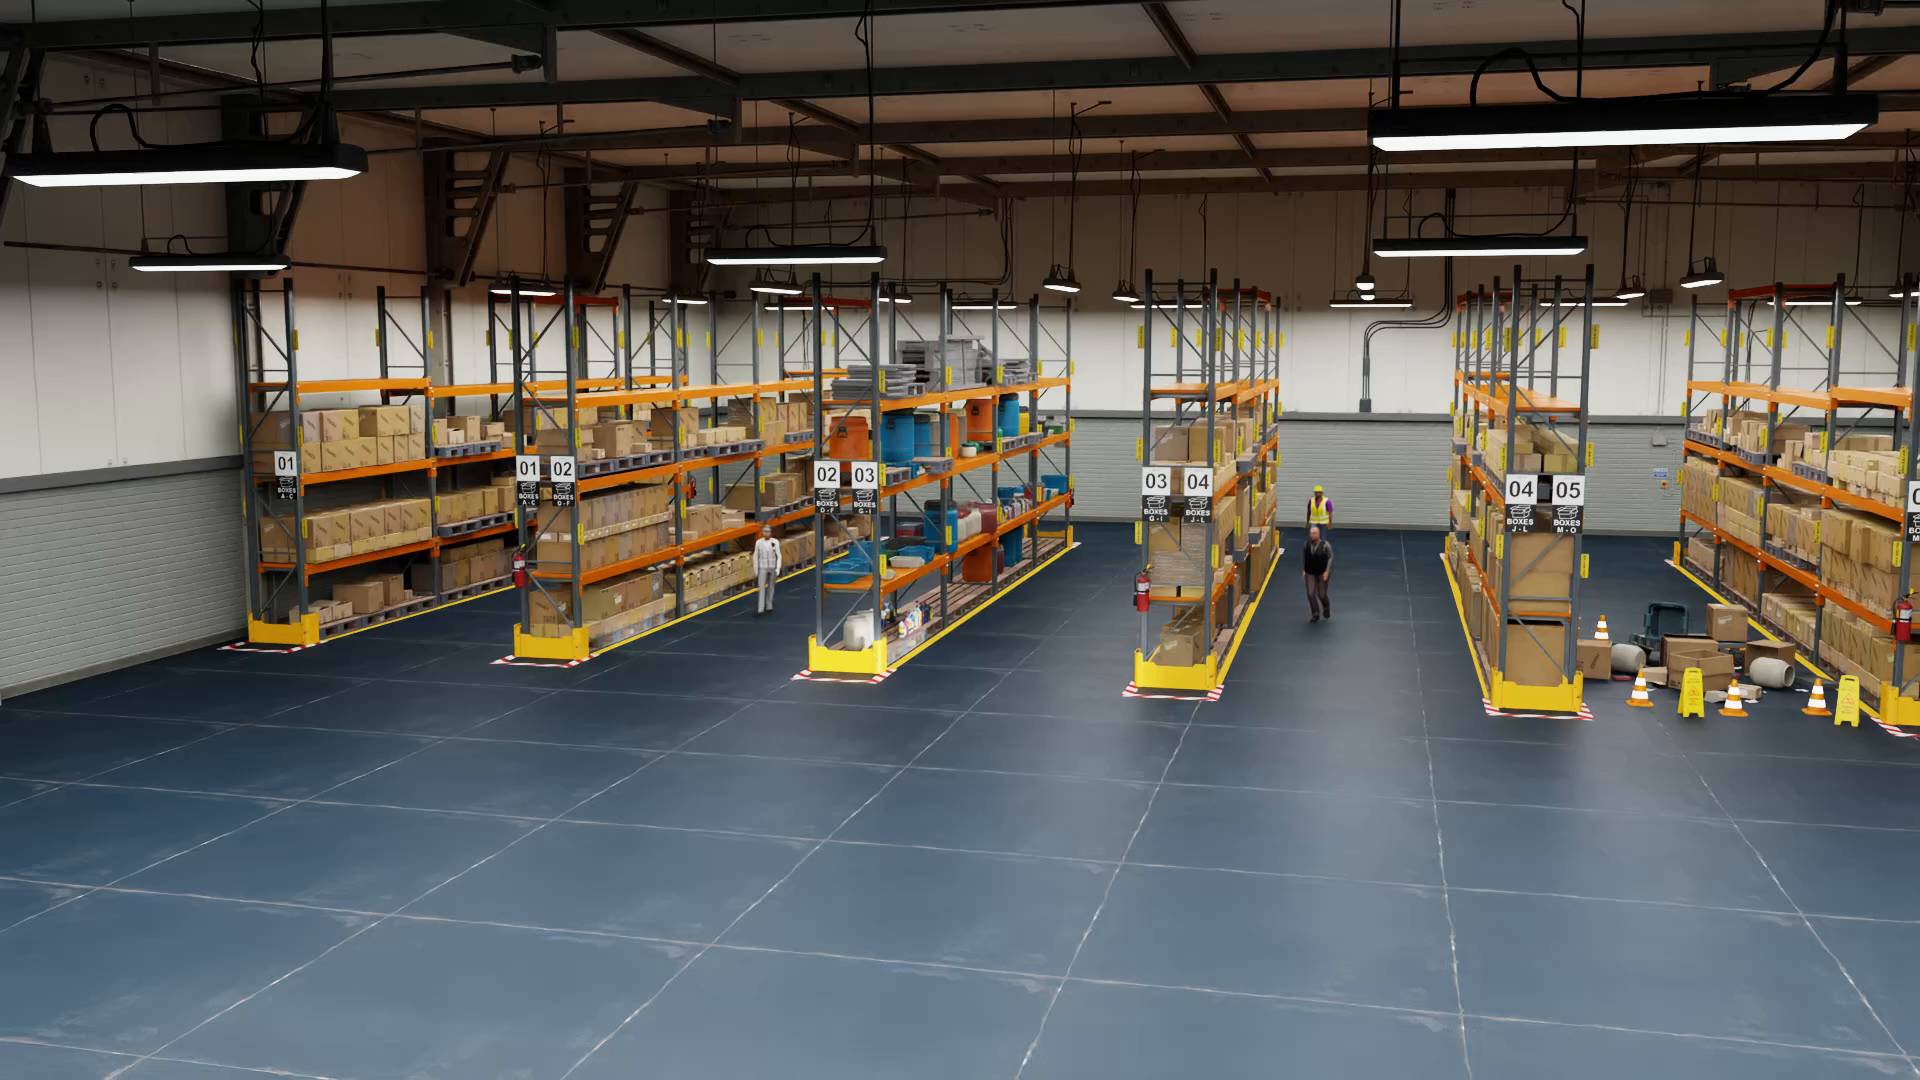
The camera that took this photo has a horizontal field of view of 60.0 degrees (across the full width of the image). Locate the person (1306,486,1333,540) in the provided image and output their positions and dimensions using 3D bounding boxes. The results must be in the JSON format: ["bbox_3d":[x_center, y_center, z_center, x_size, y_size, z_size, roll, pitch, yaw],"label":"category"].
[{"bbox_3d":[8.141,-0.379,37.709,0.596,1.708,1.085,2,7,15],"label":"person"}]

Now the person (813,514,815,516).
[{"bbox_3d":[-3.978,-1.359,46.491,0.416,1.564,0.765,-6,9,-42],"label":"person"}]

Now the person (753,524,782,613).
[{"bbox_3d":[-3.534,0.519,30.482,0.502,1.627,1.019,-2,7,-14],"label":"person"}]

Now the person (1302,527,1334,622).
[{"bbox_3d":[6.427,0.602,29.769,0.598,1.703,0.602,4,8,30],"label":"person"}]
